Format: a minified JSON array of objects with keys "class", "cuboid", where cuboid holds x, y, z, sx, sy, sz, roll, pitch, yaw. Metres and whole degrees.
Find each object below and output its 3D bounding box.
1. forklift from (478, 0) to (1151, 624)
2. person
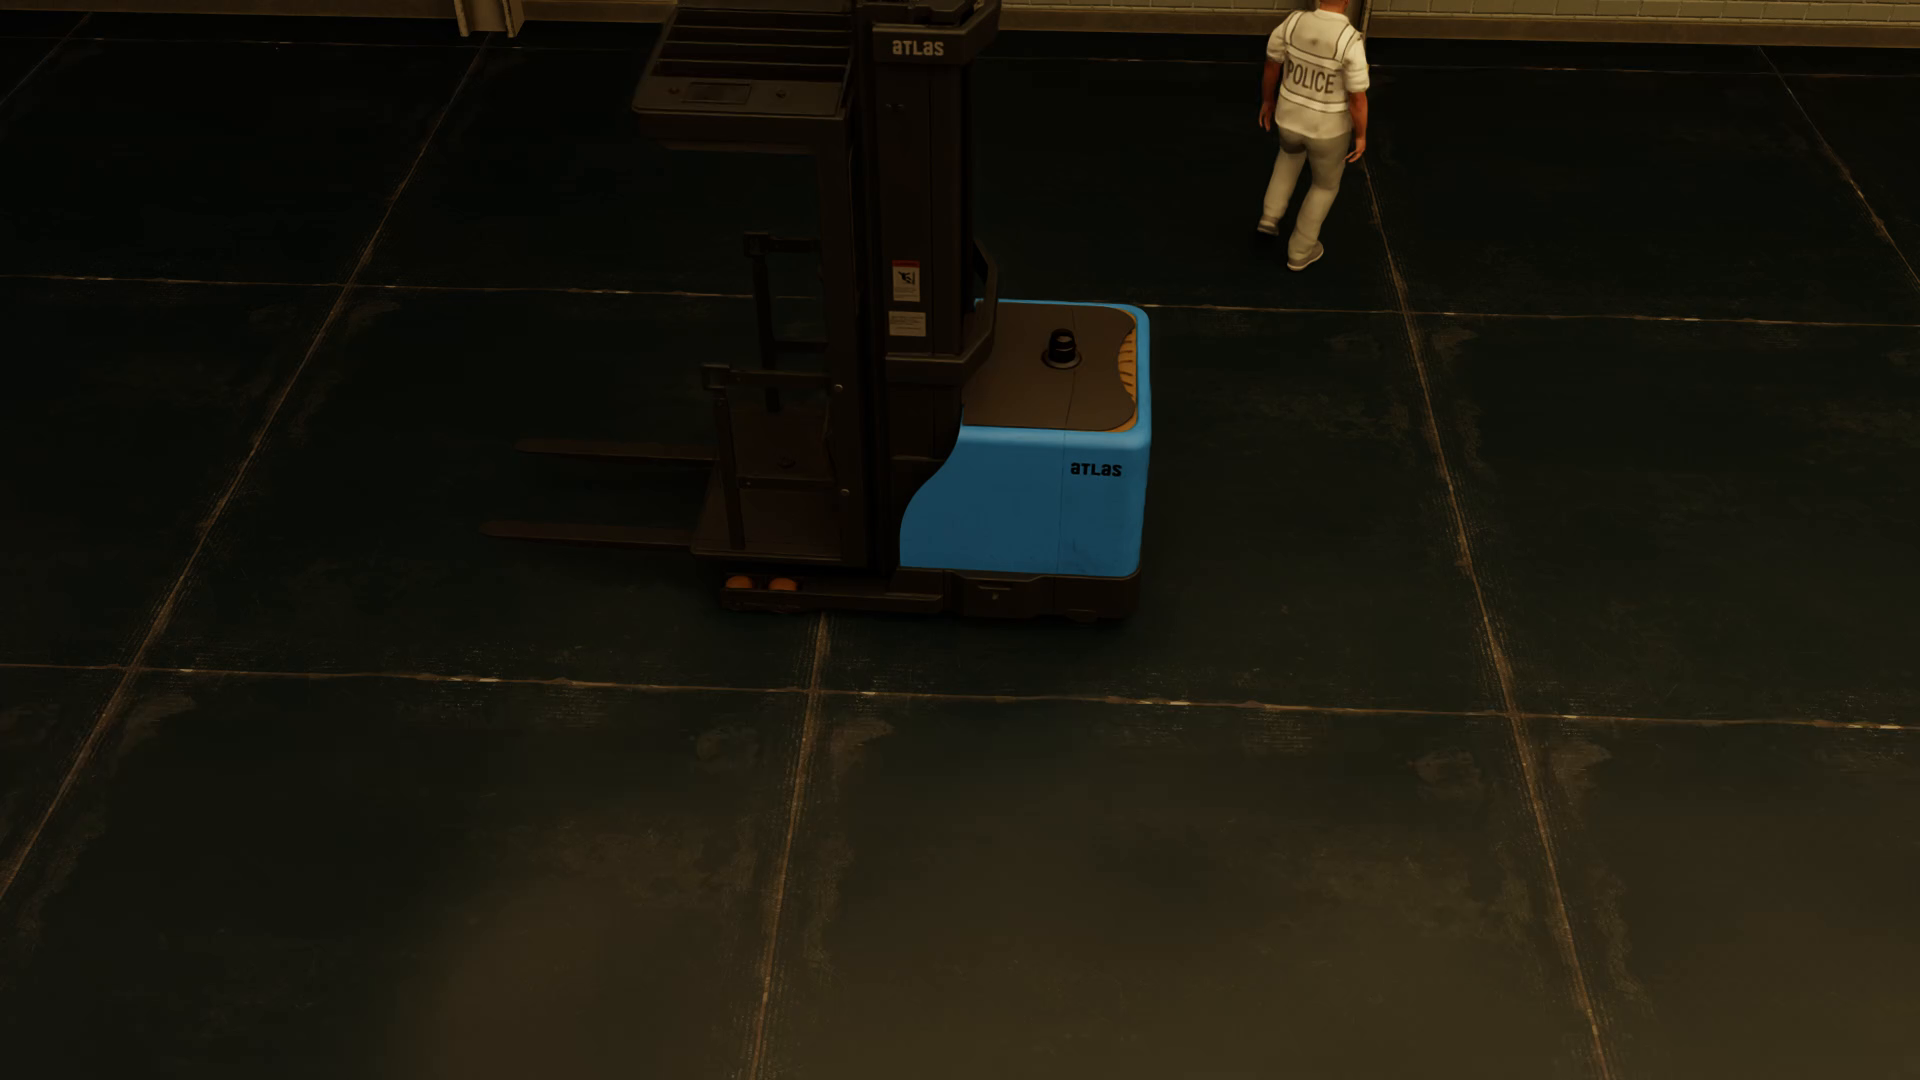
[{"class":"forklift","cuboid":[-0.679,-1.102,6.949,3.031,2.935,1.130,3,42,3]},{"class":"person","cuboid":[1.983,-2.336,9.218,0.650,1.767,0.496,28,49,27]}]
